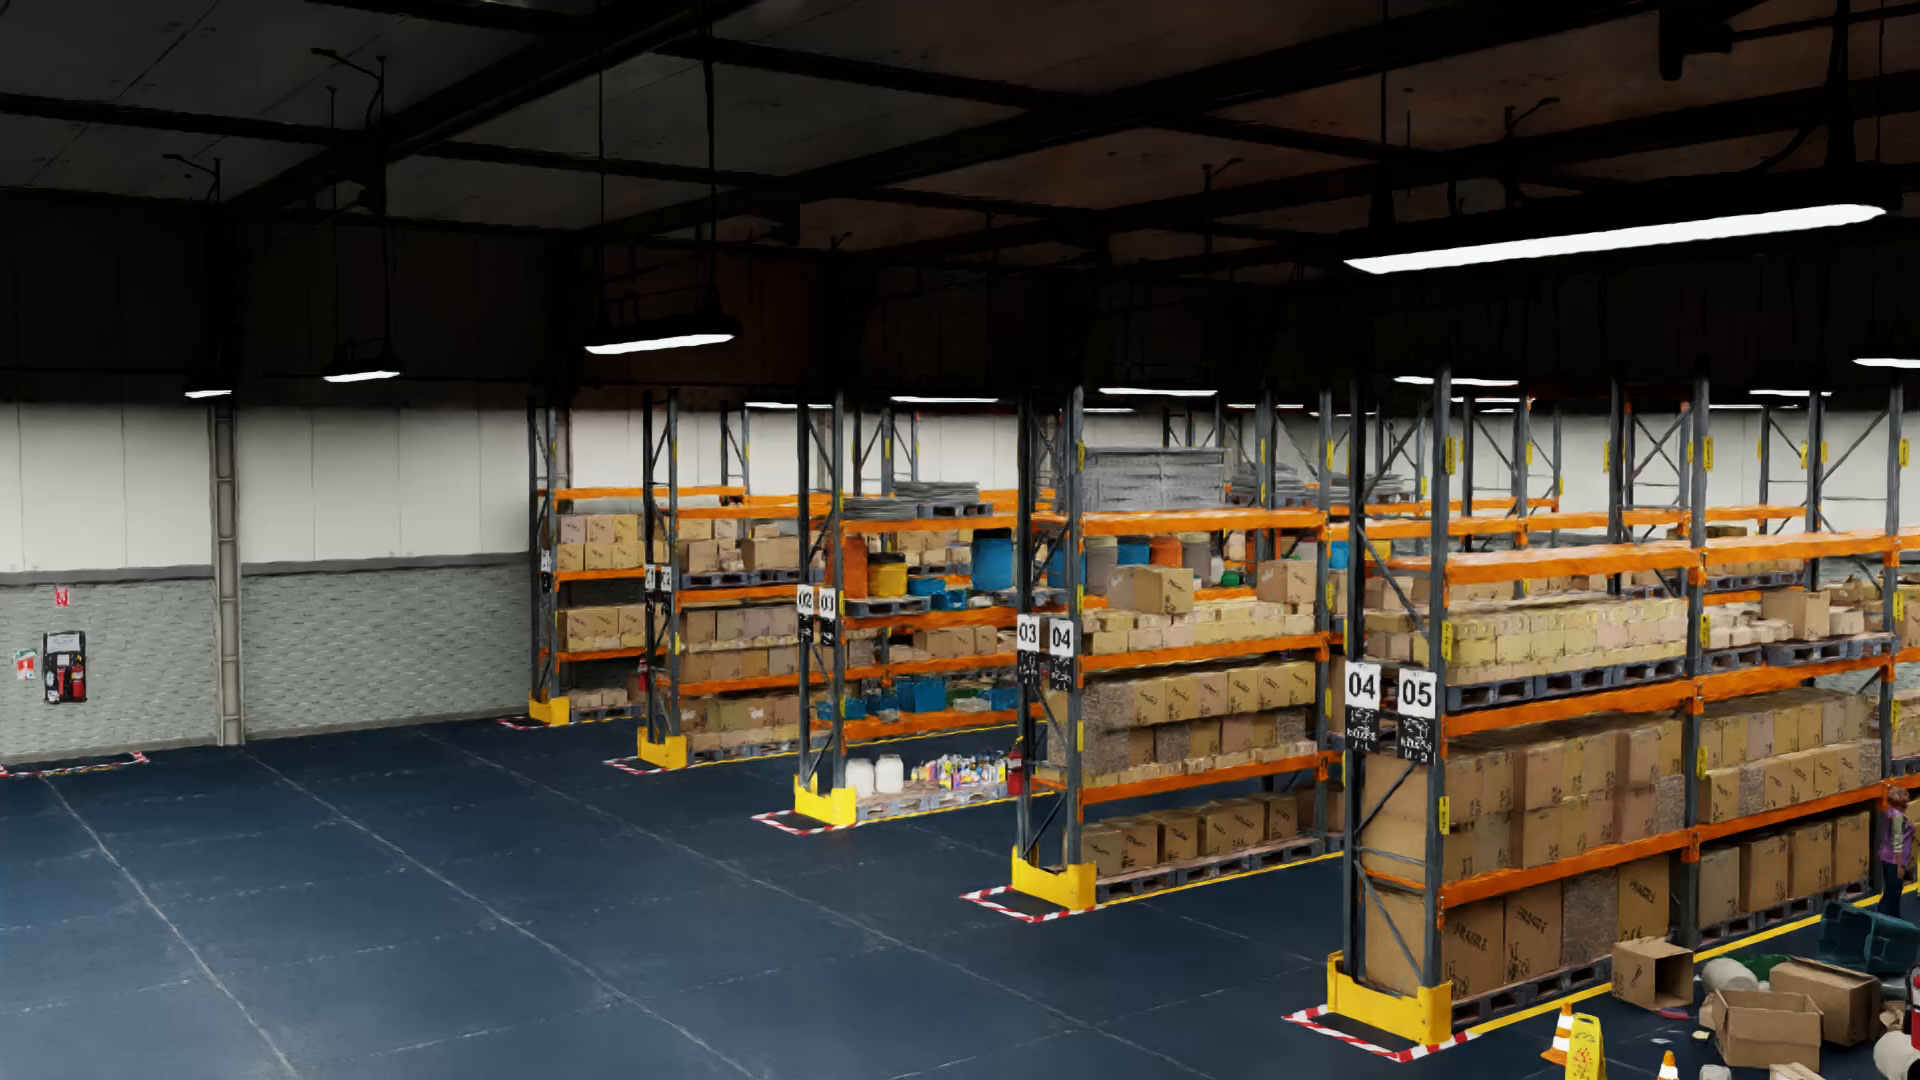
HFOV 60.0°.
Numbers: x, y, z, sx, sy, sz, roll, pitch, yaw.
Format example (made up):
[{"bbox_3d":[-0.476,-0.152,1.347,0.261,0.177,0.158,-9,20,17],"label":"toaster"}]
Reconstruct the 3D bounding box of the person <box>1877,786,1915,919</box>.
[{"bbox_3d":[9.693,3.337,17.183,0.406,1.600,0.455,1,4,24],"label":"person"}]
